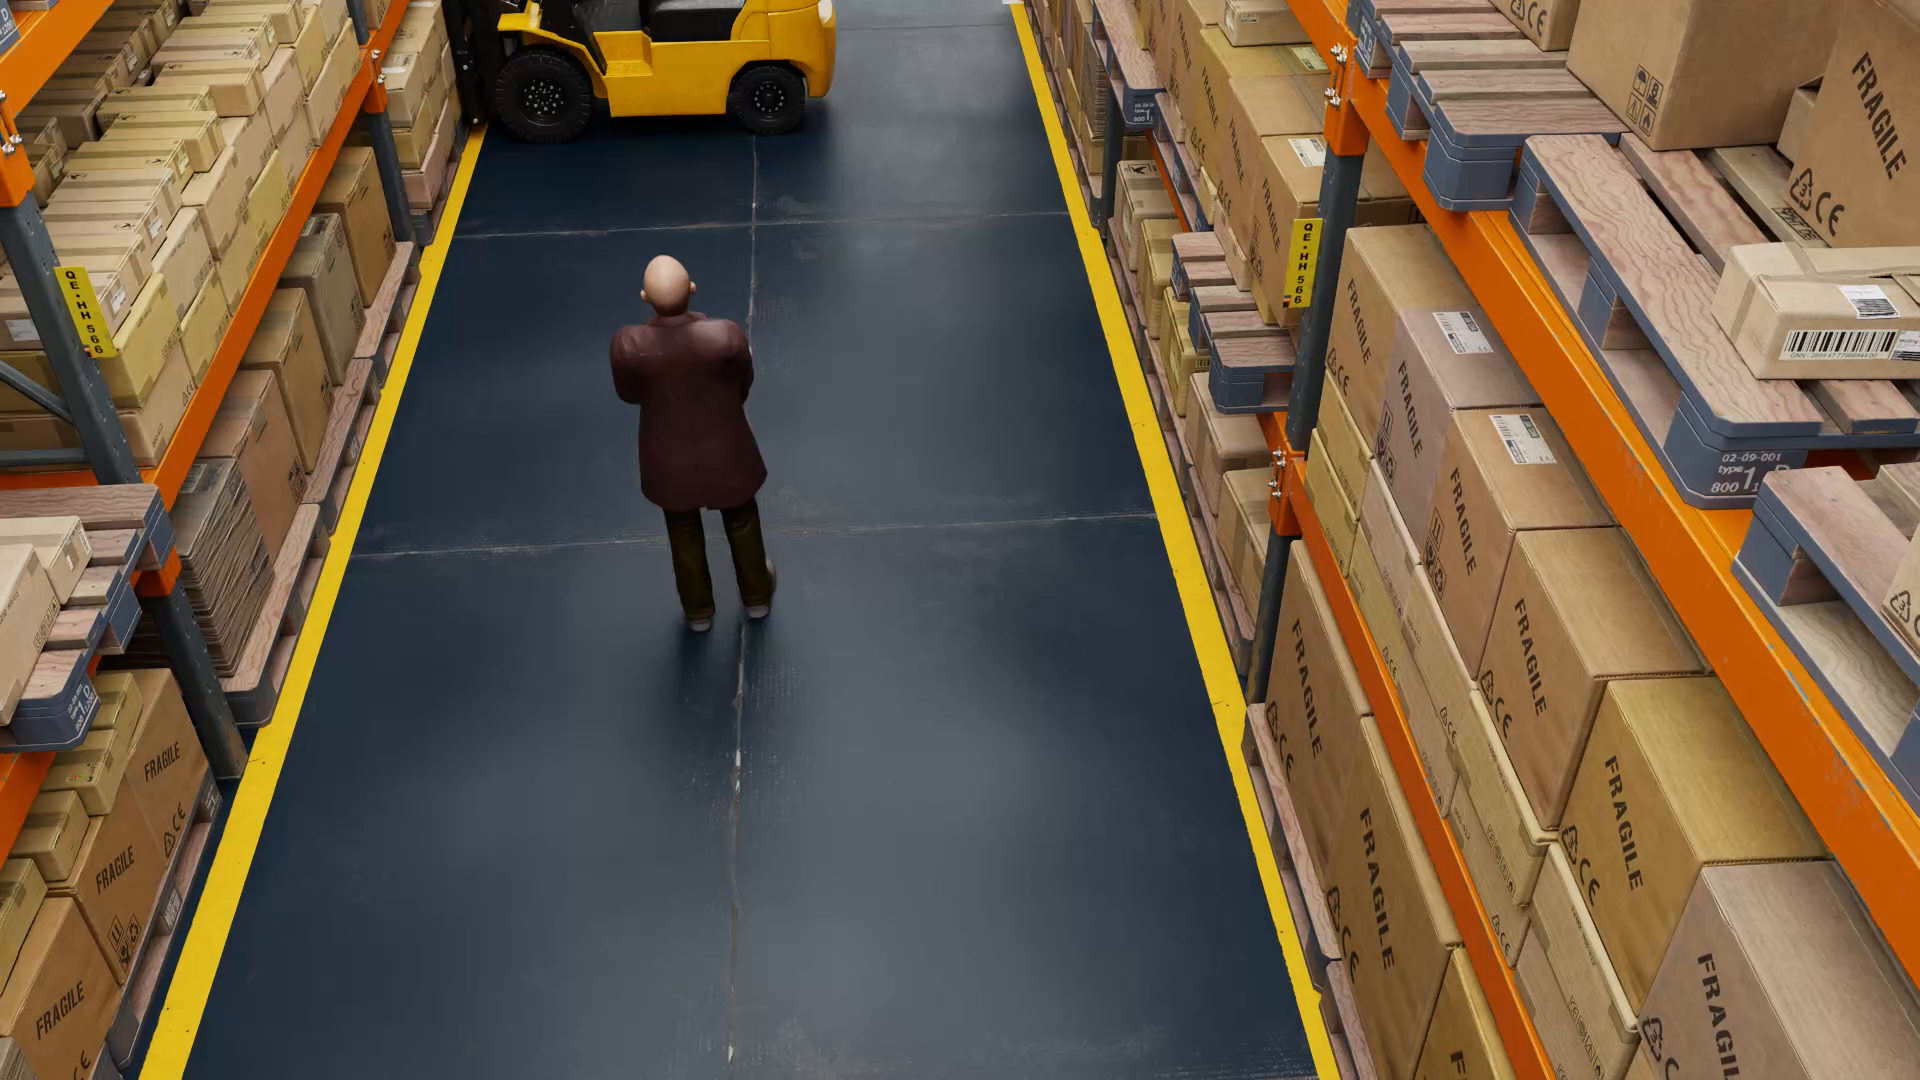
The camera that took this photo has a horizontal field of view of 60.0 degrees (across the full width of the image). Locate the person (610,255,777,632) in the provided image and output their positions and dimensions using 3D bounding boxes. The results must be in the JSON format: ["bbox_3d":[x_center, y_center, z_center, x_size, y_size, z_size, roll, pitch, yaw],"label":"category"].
[{"bbox_3d":[-1.063,-0.418,6.686,0.552,1.780,0.536,-3,39,-4],"label":"person"}]
